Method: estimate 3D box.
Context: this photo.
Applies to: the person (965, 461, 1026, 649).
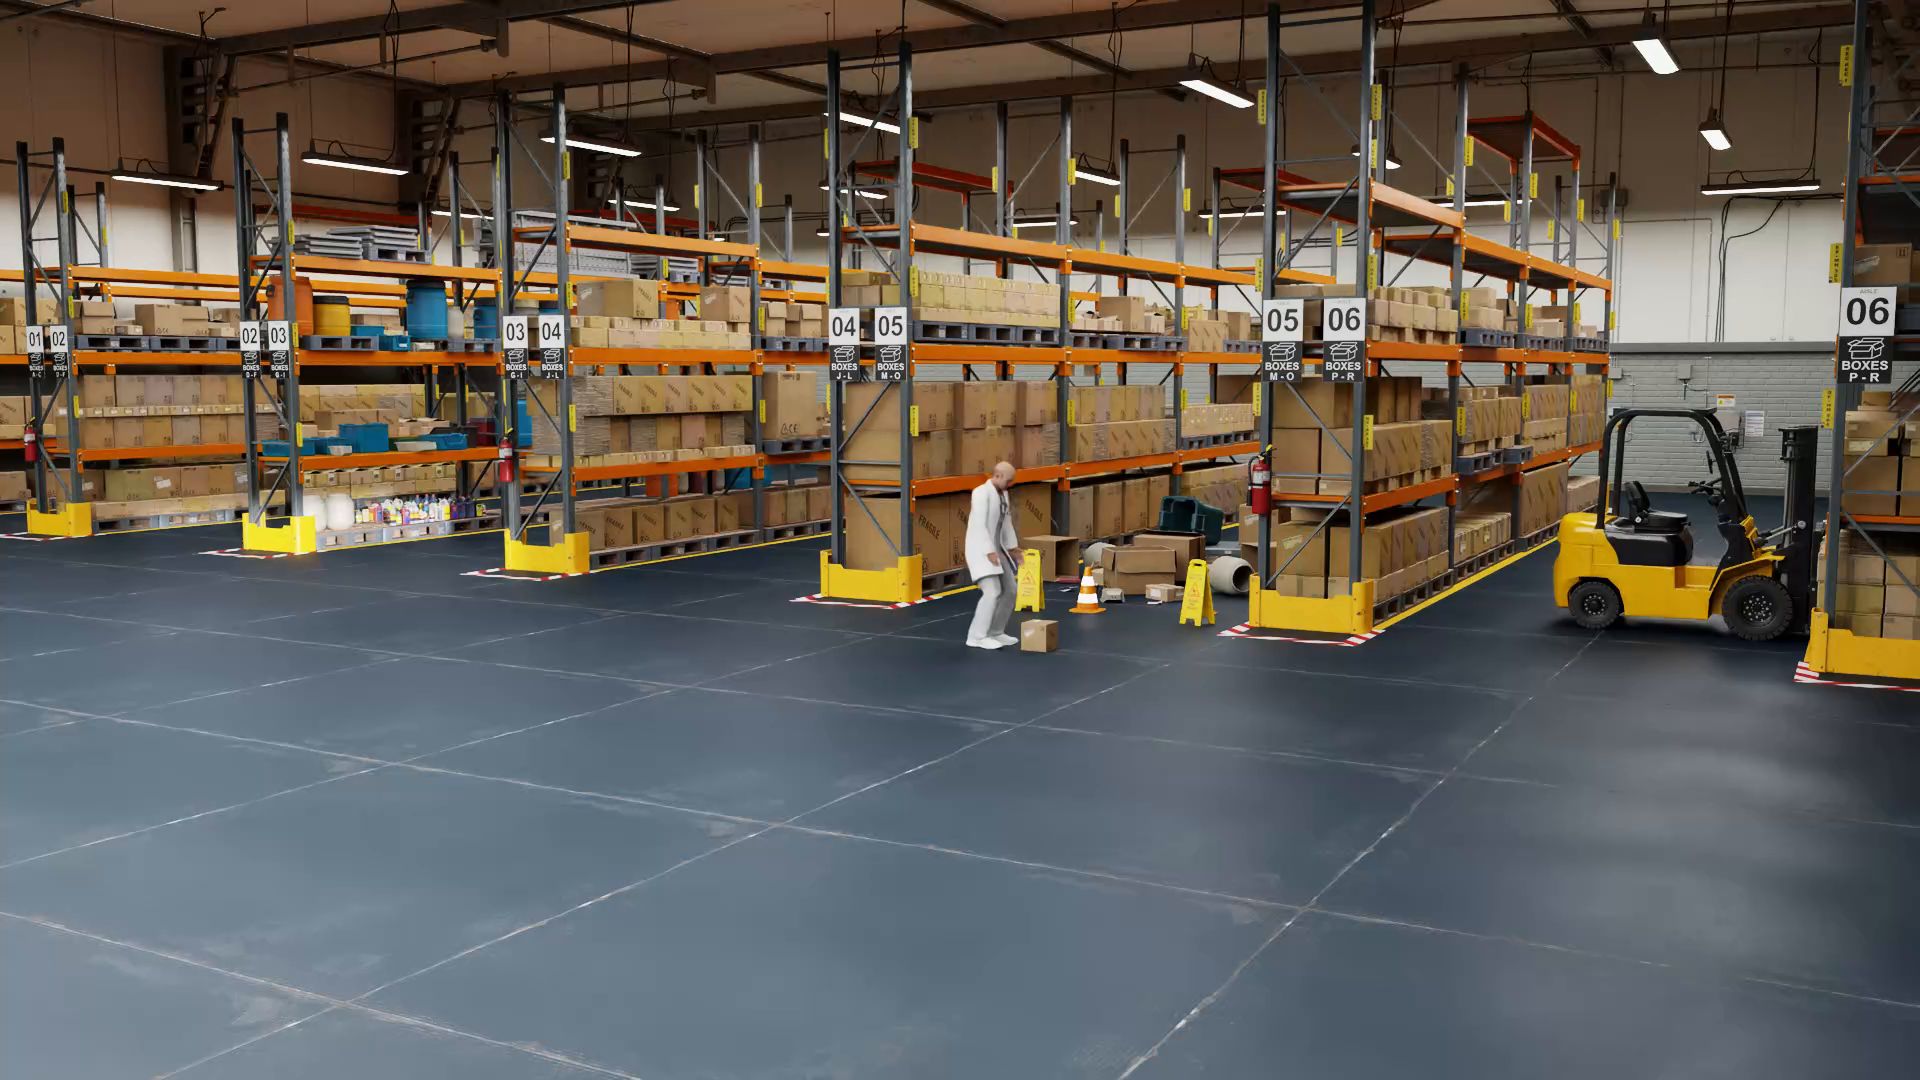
[{"bbox_3d":[0.306,0.131,15.250,0.466,1.693,0.599,3,7,30],"label":"person"}]
